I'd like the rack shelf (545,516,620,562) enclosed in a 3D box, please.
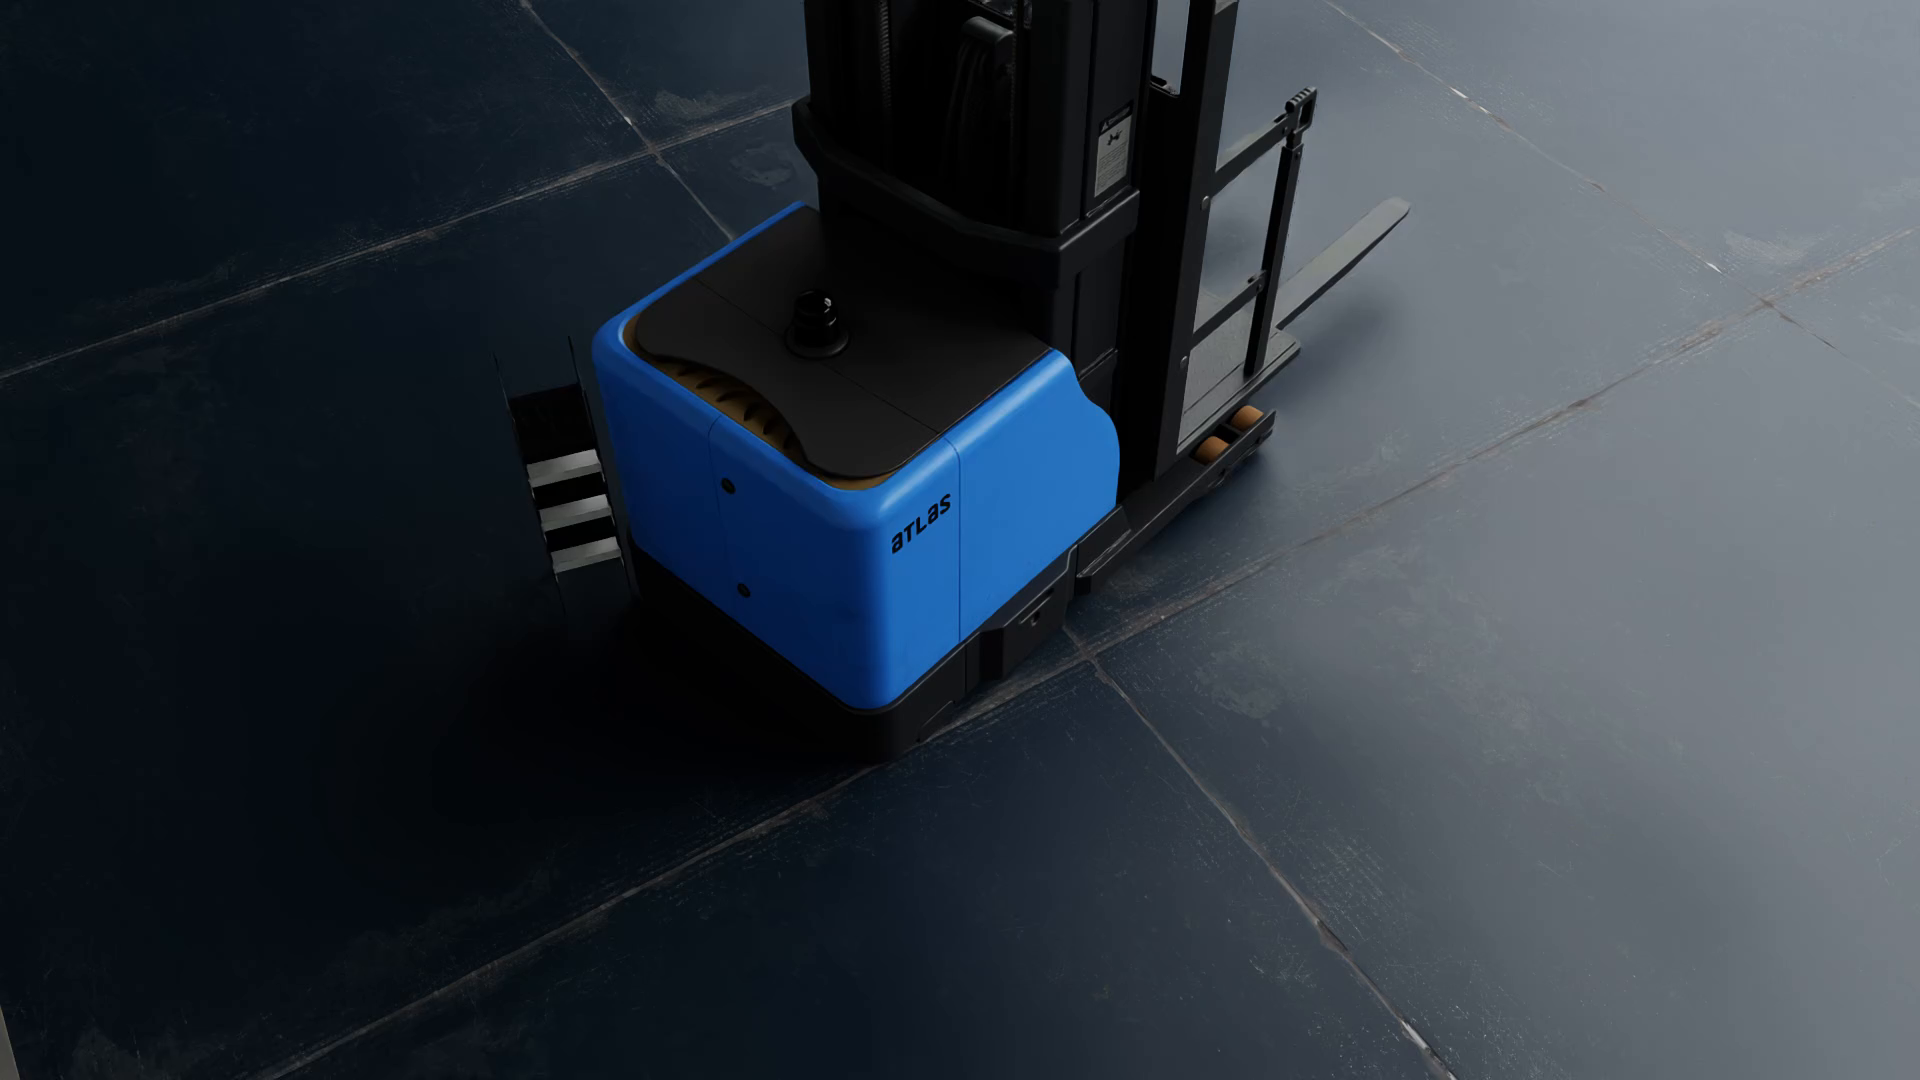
[{"bbox_3d":[-1.128,-0.072,4.877,0.200,0.077,0.258,-15,50,-13],"label":"rack shelf"}]

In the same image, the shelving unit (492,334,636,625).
[{"bbox_3d":[-1.128,-0.154,4.785,0.210,0.900,0.258,-15,50,-13],"label":"shelving unit"}]

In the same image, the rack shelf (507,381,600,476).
[{"bbox_3d":[-1.128,-0.311,4.608,0.200,0.077,0.258,-15,50,-13],"label":"rack shelf"}]

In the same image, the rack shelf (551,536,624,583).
[{"bbox_3d":[-1.128,-0.012,4.944,0.200,0.077,0.258,-15,50,-13],"label":"rack shelf"}]

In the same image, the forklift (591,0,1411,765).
[{"bbox_3d":[0.382,-1.374,4.511,1.130,2.935,3.031,34,56,26],"label":"forklift"}]

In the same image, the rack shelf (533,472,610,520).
[{"bbox_3d":[-1.128,-0.192,4.742,0.200,0.077,0.258,-15,50,-13],"label":"rack shelf"}]

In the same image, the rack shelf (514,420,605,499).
[{"bbox_3d":[-1.128,-0.251,4.675,0.200,0.077,0.258,-15,50,-13],"label":"rack shelf"}]

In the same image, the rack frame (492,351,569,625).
[{"bbox_3d":[-1.224,-0.129,4.762,0.006,0.900,0.240,-15,50,-13],"label":"rack frame"}]

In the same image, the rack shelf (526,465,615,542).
[{"bbox_3d":[-1.128,-0.132,4.809,0.200,0.077,0.258,-15,50,-13],"label":"rack shelf"}]

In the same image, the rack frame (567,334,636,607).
[{"bbox_3d":[-1.032,-0.179,4.807,0.006,0.900,0.240,-15,50,-13],"label":"rack frame"}]
